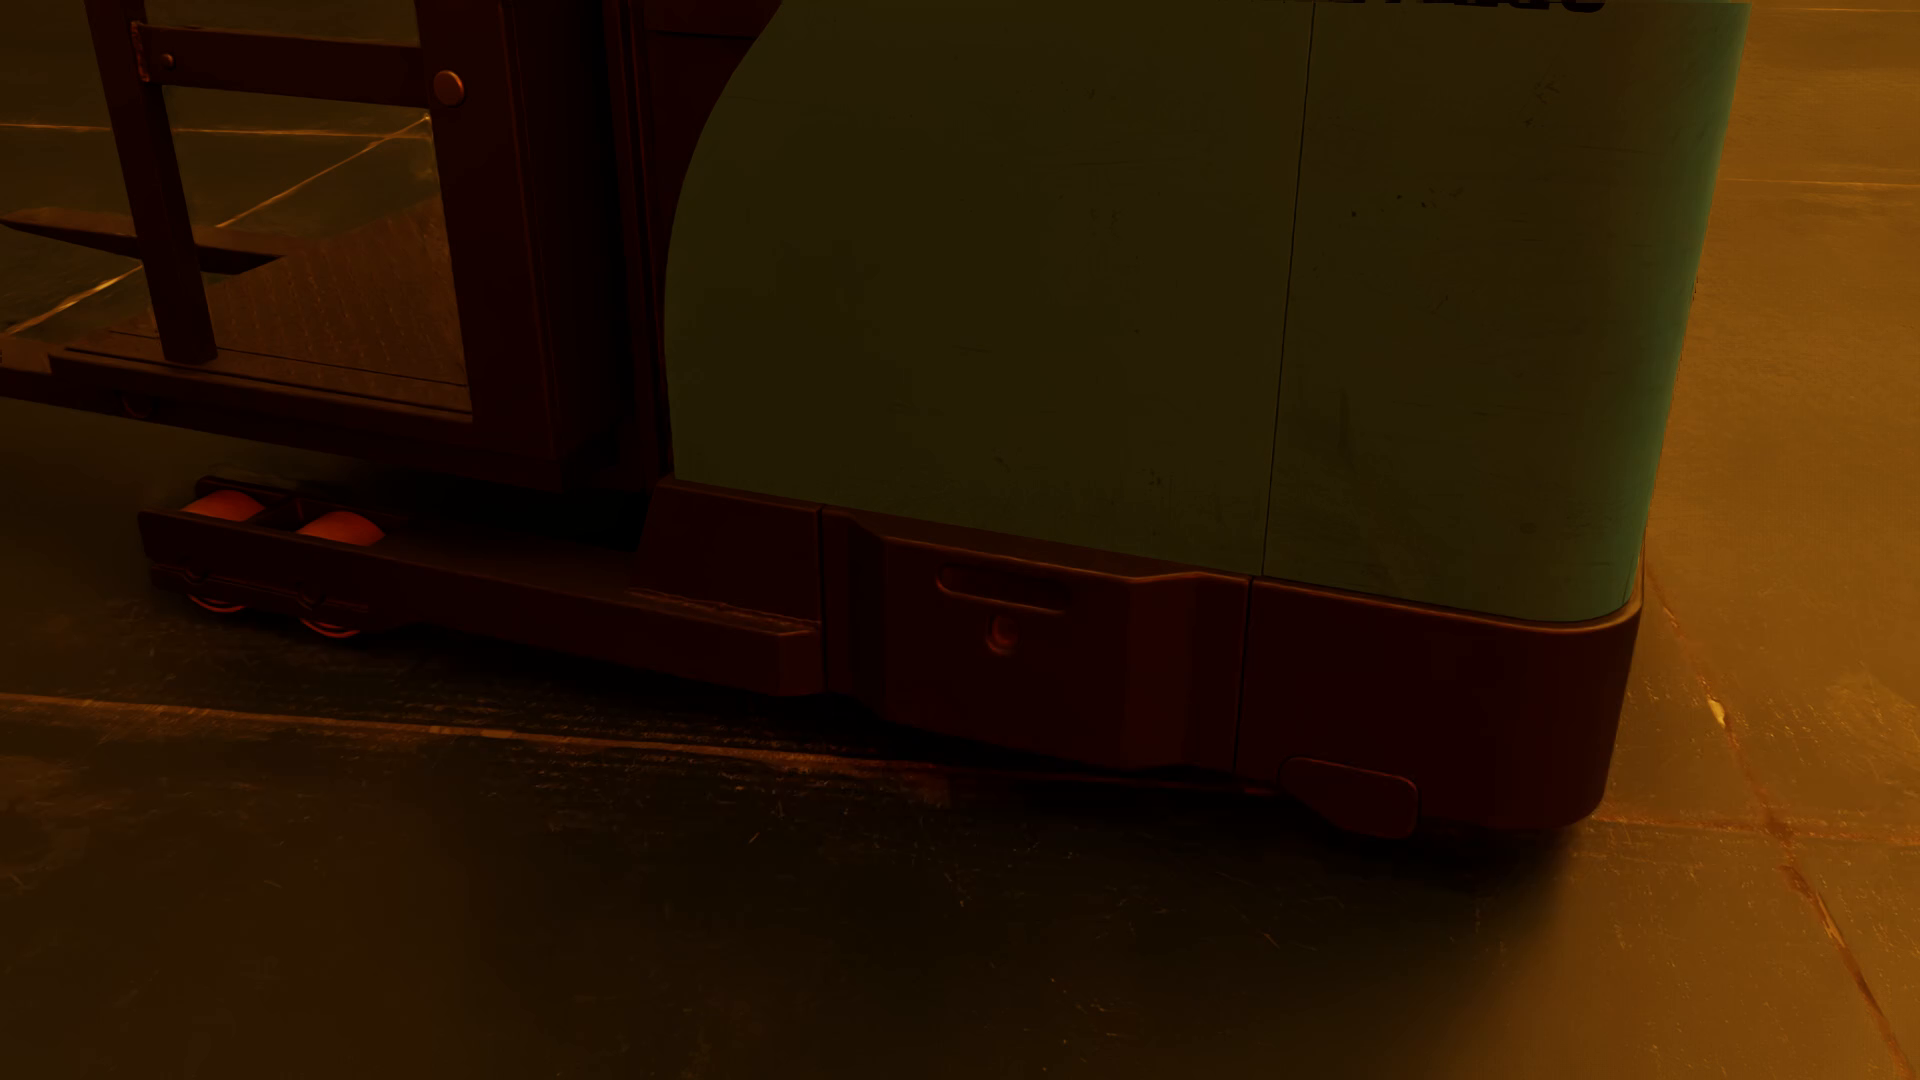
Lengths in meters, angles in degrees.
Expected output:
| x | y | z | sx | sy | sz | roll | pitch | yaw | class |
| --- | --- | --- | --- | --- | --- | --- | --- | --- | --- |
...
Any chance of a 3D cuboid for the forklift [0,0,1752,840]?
| x | y | z | sx | sy | sz | roll | pitch | yaw | class |
| --- | --- | --- | --- | --- | --- | --- | --- | --- | --- |
| -0.576 | -1.389 | 2.000 | 3.031 | 2.935 | 1.130 | 10 | 28 | 19 | forklift |
